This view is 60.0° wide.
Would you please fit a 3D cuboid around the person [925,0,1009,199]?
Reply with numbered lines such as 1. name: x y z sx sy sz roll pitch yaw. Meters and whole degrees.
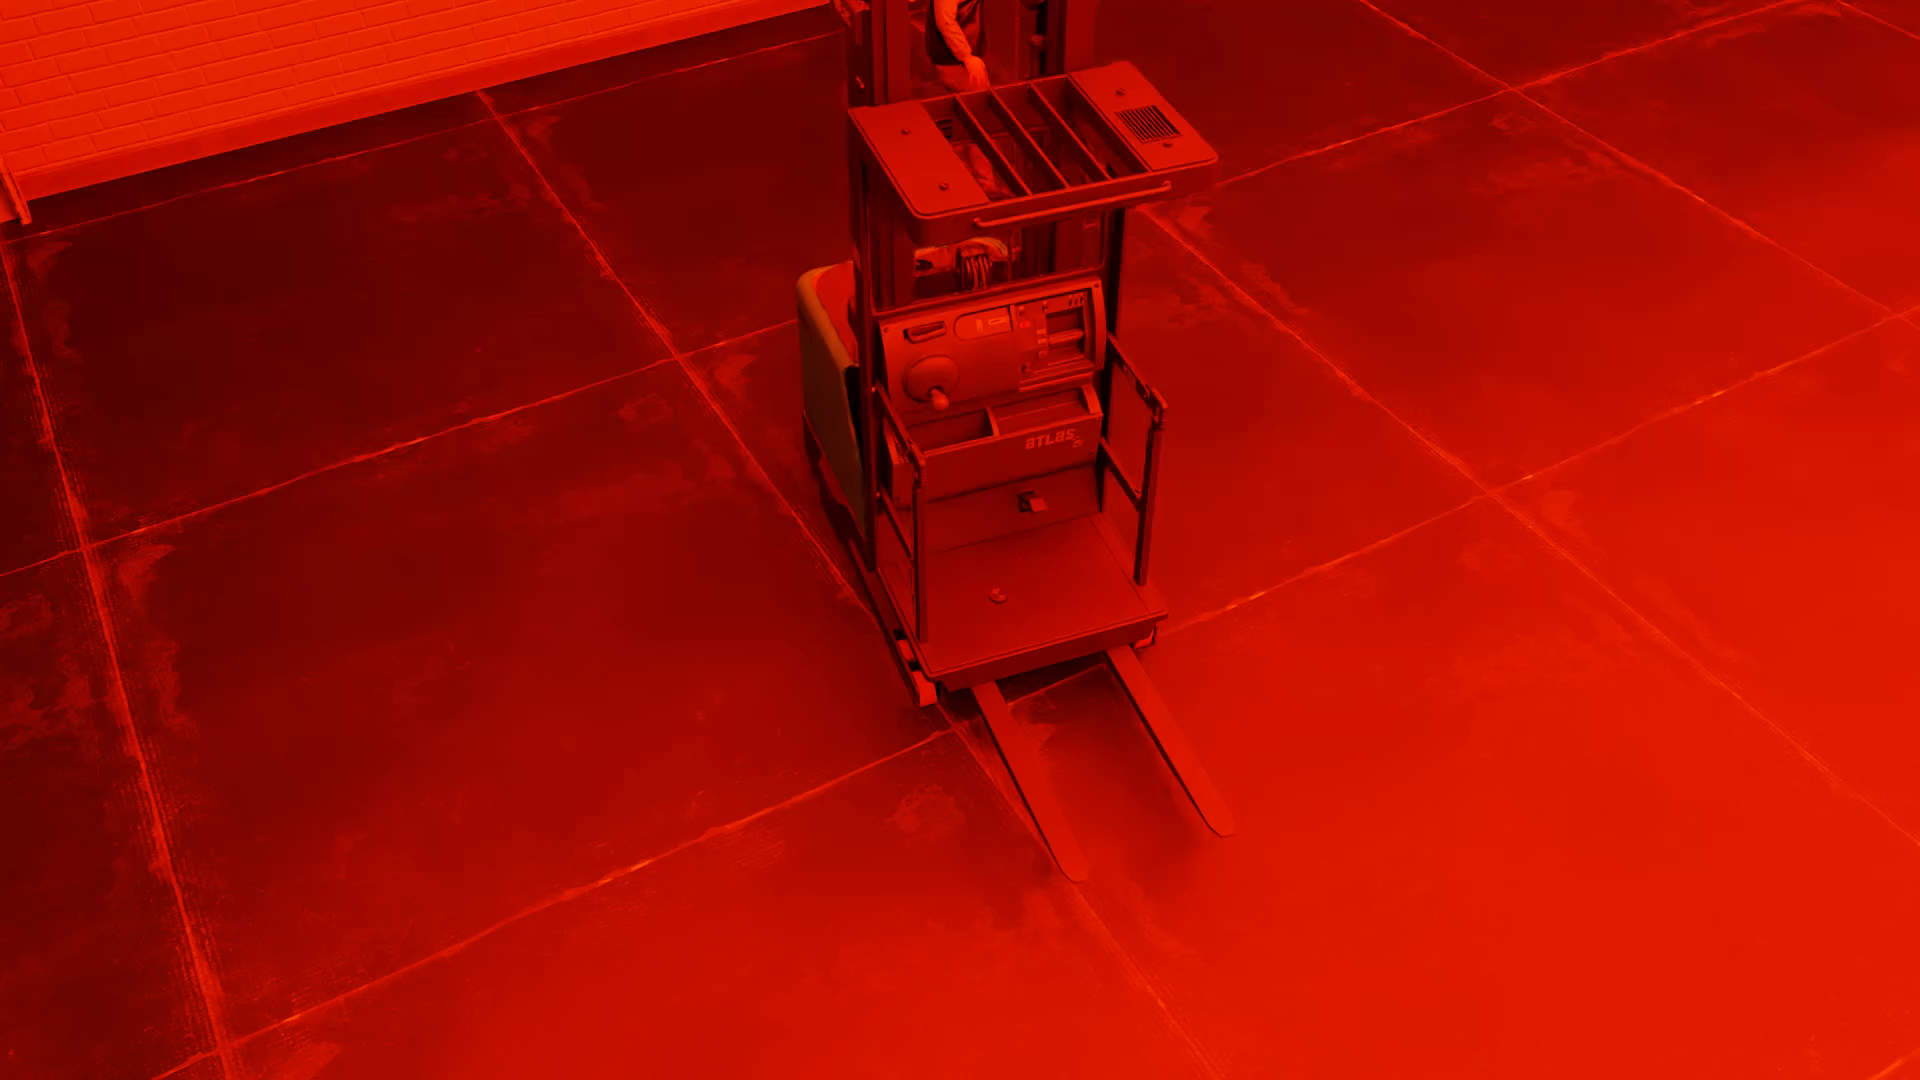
1. person: 0.057 -2.831 9.656 0.513 1.704 0.731 -7 43 -7

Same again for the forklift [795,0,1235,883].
1. forklift: 0.214 -0.686 6.437 1.130 2.935 3.031 -14 45 -15
